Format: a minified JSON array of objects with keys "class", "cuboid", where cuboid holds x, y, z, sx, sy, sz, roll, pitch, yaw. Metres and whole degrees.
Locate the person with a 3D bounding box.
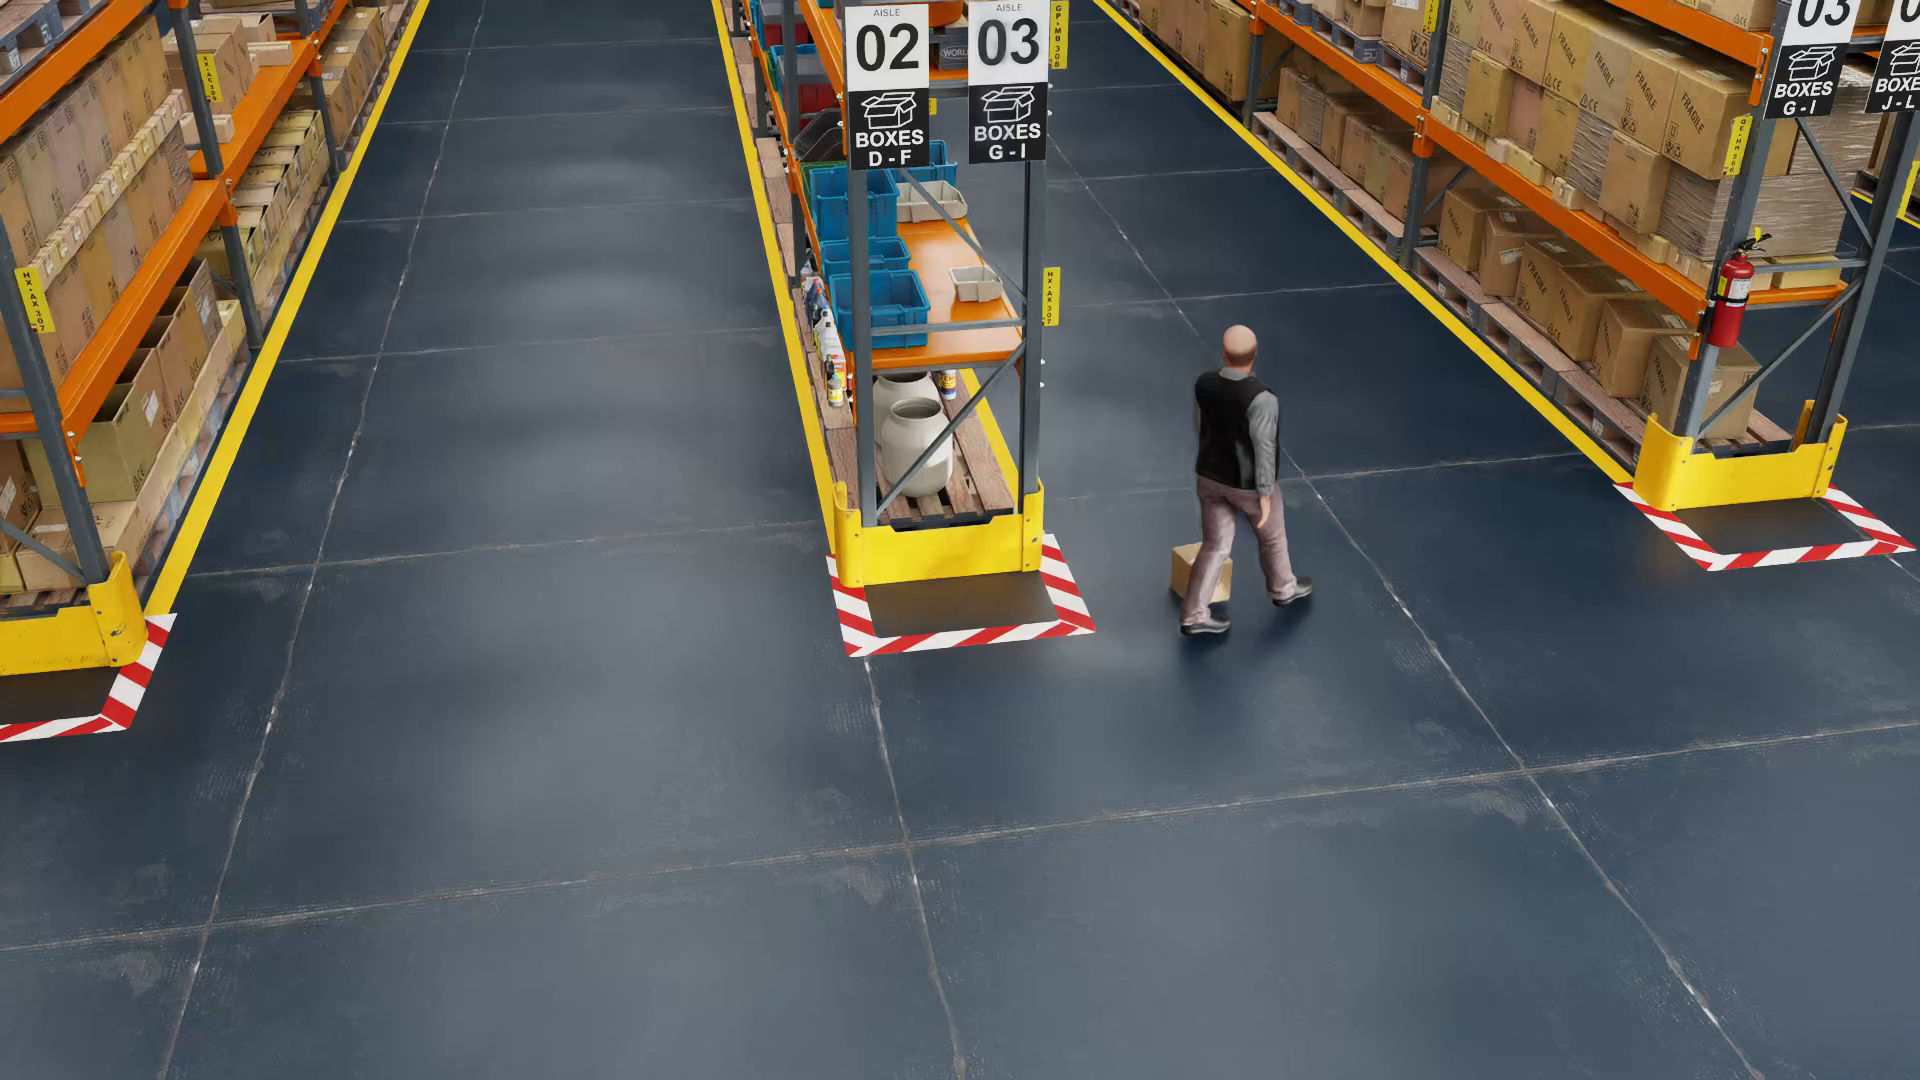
[{"class":"person","cuboid":[1.487,-0.357,8.756,0.575,1.667,0.913,24,38,35]}]
